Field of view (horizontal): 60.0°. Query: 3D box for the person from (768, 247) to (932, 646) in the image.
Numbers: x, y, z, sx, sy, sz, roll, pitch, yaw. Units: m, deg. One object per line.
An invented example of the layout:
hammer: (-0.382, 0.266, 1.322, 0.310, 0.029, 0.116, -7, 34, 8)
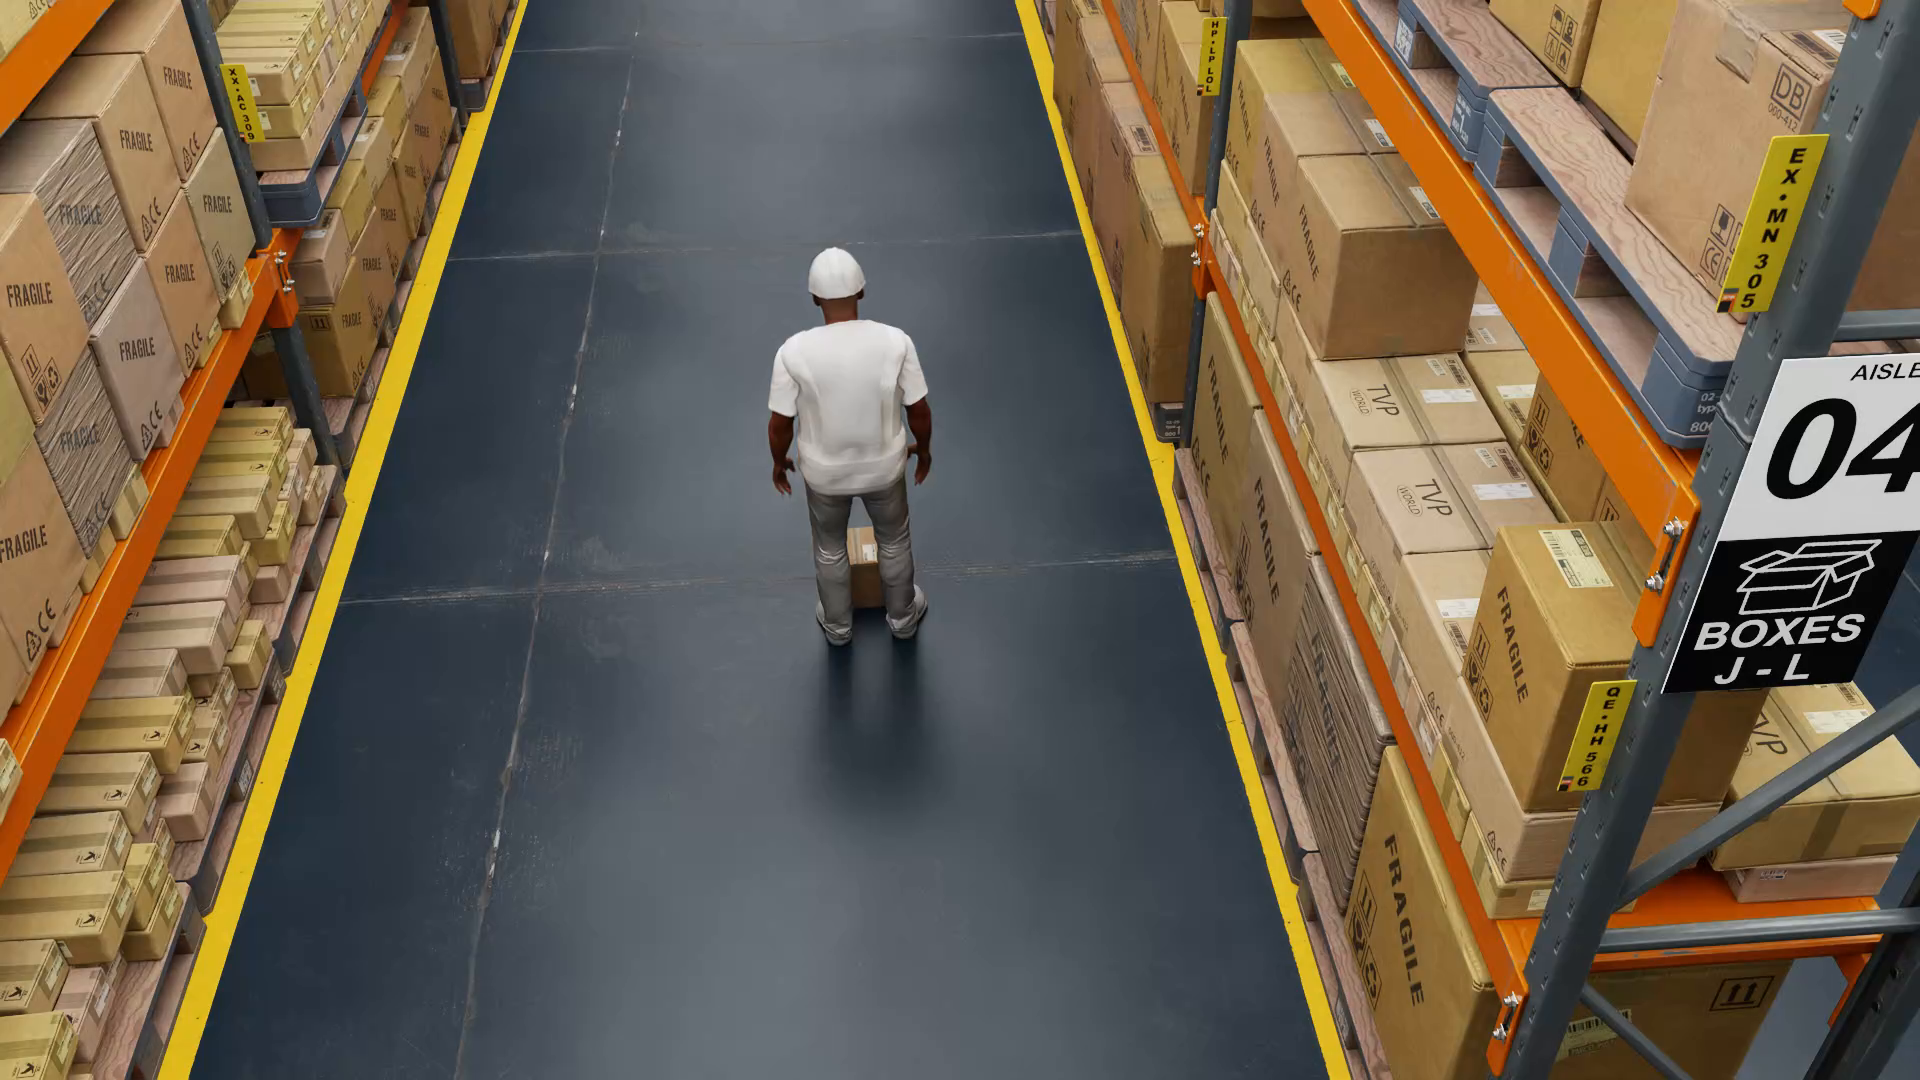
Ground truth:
person: (-0.424, -0.324, 6.544, 0.637, 1.757, 0.456, -5, 39, -6)
